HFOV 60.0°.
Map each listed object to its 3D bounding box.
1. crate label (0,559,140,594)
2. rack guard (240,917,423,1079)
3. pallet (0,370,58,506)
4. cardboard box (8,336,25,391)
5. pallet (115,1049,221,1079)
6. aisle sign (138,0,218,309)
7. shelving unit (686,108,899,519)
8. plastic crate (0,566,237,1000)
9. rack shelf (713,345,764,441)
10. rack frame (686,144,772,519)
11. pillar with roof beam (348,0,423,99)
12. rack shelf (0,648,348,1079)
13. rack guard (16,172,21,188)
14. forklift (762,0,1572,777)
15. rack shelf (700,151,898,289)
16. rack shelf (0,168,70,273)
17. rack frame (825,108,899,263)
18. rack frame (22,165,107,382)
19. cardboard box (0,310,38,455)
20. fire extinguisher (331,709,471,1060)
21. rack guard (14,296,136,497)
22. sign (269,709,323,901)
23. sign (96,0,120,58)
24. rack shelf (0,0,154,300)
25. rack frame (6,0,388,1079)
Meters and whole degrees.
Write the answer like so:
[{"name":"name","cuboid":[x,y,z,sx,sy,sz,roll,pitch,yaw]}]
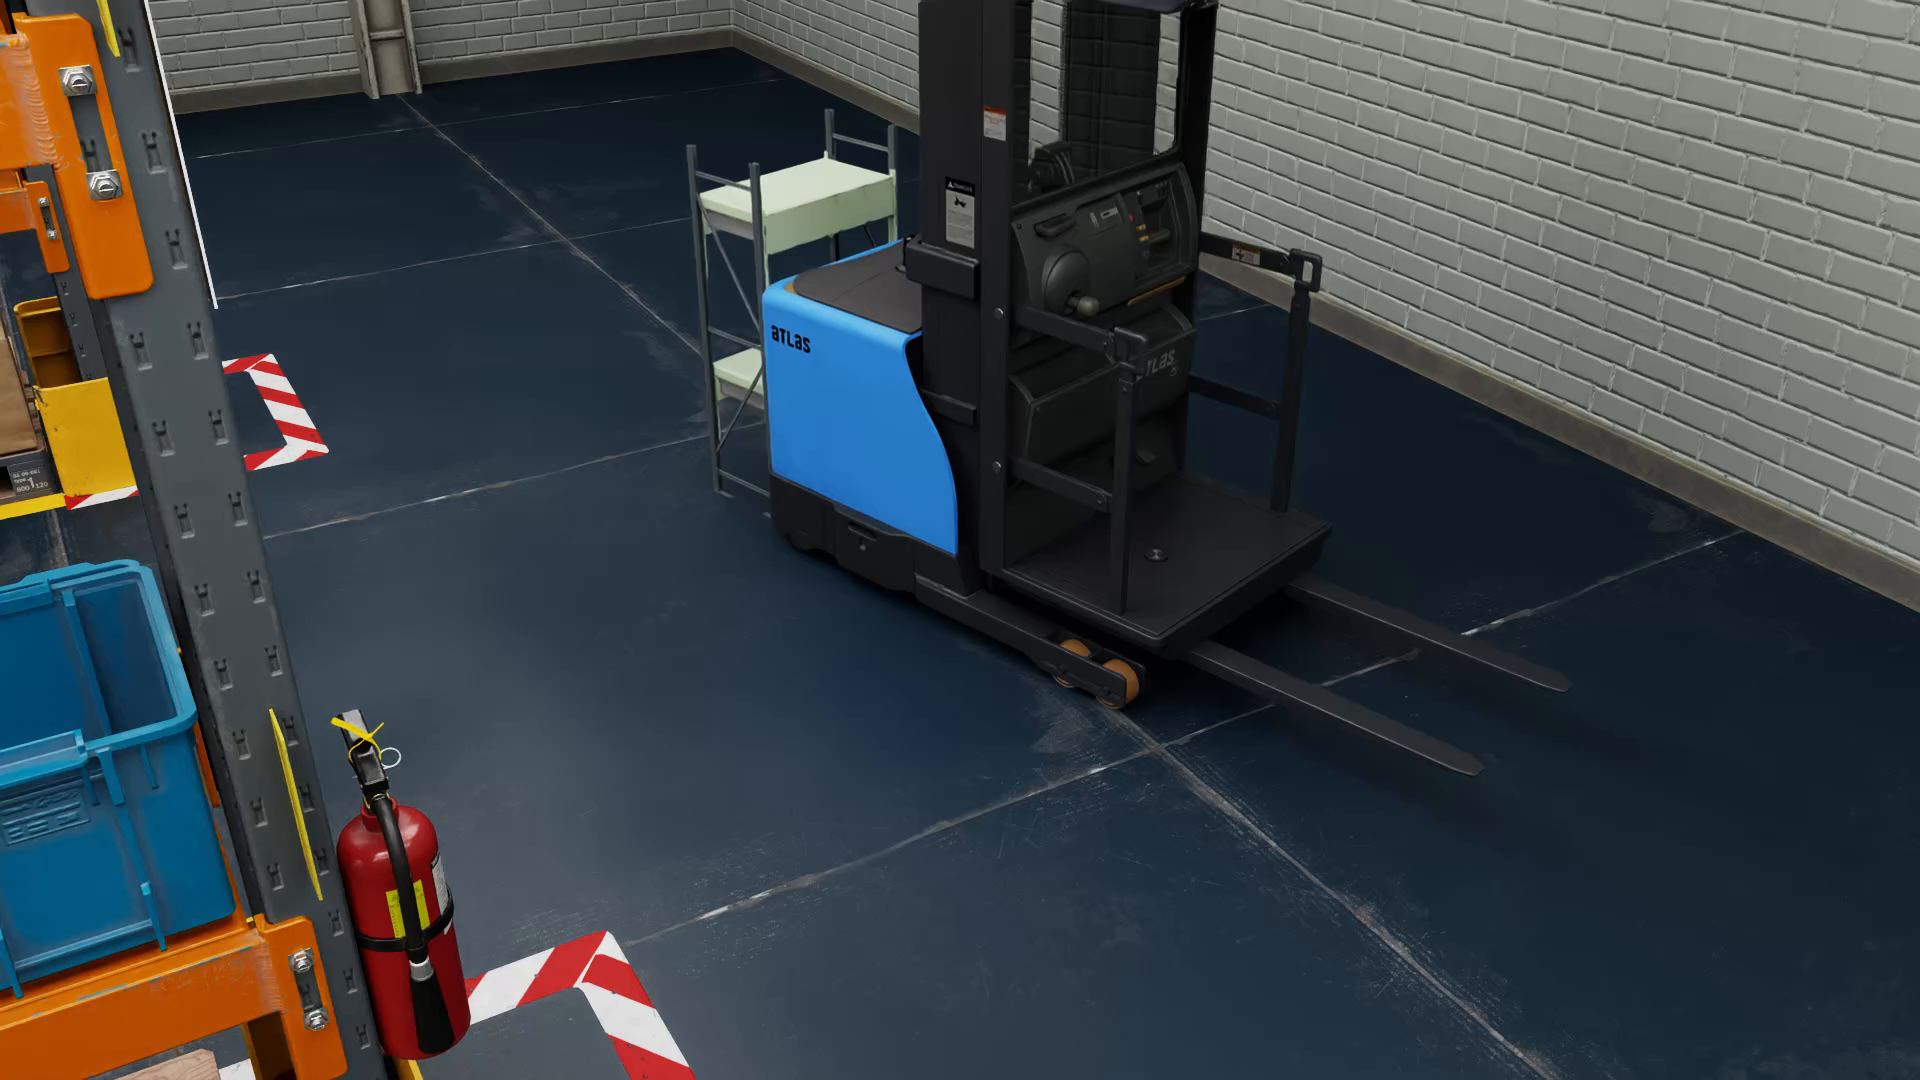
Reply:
[{"name":"crate label","cuboid":[-1.748,0.248,3.307,0.303,0.233,0.416,-16,33,-26]},{"name":"rack guard","cuboid":[-1.354,1.361,3.767,0.348,0.500,1.175,-16,33,-26]},{"name":"pallet","cuboid":[-4.627,-0.352,7.169,1.213,0.211,1.003,-16,33,-26]},{"name":"cardboard box","cuboid":[-4.410,-0.772,7.539,0.250,0.149,0.380,-16,33,-26]},{"name":"pallet","cuboid":[-2.099,1.684,3.480,1.213,0.211,1.003,-16,33,-26]},{"name":"aisle sign","cuboid":[-1.158,-0.756,2.325,0.004,0.787,0.394,-16,33,-26]},{"name":"shelving unit","cuboid":[-0.652,-0.931,6.885,0.431,1.500,0.755,24,37,36]},{"name":"plastic crate","cuboid":[-1.563,0.396,2.830,0.499,0.435,0.616,-16,33,-26]},{"name":"rack shelf","cuboid":[-0.651,-0.646,7.042,0.431,0.370,0.720,24,37,36]},{"name":"rack frame","cuboid":[-0.899,-0.801,6.648,0.400,1.500,0.023,24,37,36]},{"name":"pillar with roof beam","cuboid":[-2.317,-5.704,7.772,0.400,9.000,9.100,-16,33,-26]},{"name":"rack shelf","cuboid":[-3.093,1.082,2.429,4.000,0.370,1.077,-16,33,-26]},{"name":"rack guard","cuboid":[-6.367,-2.761,11.235,0.348,0.500,1.175,-16,33,-26]},{"name":"forklift","cuboid":[0.662,-0.990,5.511,3.031,2.935,1.130,24,37,36]},{"name":"rack shelf","cuboid":[-0.652,-1.273,6.696,0.431,0.370,0.720,24,37,36]},{"name":"rack shelf","cuboid":[-5.599,-0.982,6.170,4.000,0.370,1.077,-16,33,-26]},{"name":"rack frame","cuboid":[-0.404,-1.062,7.121,0.400,1.500,0.023,24,37,36]},{"name":"rack frame","cuboid":[-3.875,-1.787,6.883,0.127,3.000,1.000,-16,33,-26]},{"name":"cardboard box","cuboid":[-4.219,-0.649,6.954,0.500,0.500,0.500,-16,33,-26]},{"name":"fire extinguisher","cuboid":[-1.008,0.627,2.975,0.183,0.674,0.296,-16,33,-26]},{"name":"rack guard","cuboid":[-3.940,-0.674,7.453,0.348,0.500,1.175,-16,33,-26]},{"name":"sign","cuboid":[-1.076,0.431,2.695,0.005,0.325,0.100,-16,33,-26]},{"name":"sign","cuboid":[-1.076,-0.765,2.035,0.005,0.325,0.100,-16,33,-26]},{"name":"rack shelf","cuboid":[-3.093,-0.231,1.704,4.000,0.370,1.077,-16,33,-26]},{"name":"rack frame","cuboid":[-1.369,0.278,3.142,0.127,3.000,1.000,-16,33,-26]}]
